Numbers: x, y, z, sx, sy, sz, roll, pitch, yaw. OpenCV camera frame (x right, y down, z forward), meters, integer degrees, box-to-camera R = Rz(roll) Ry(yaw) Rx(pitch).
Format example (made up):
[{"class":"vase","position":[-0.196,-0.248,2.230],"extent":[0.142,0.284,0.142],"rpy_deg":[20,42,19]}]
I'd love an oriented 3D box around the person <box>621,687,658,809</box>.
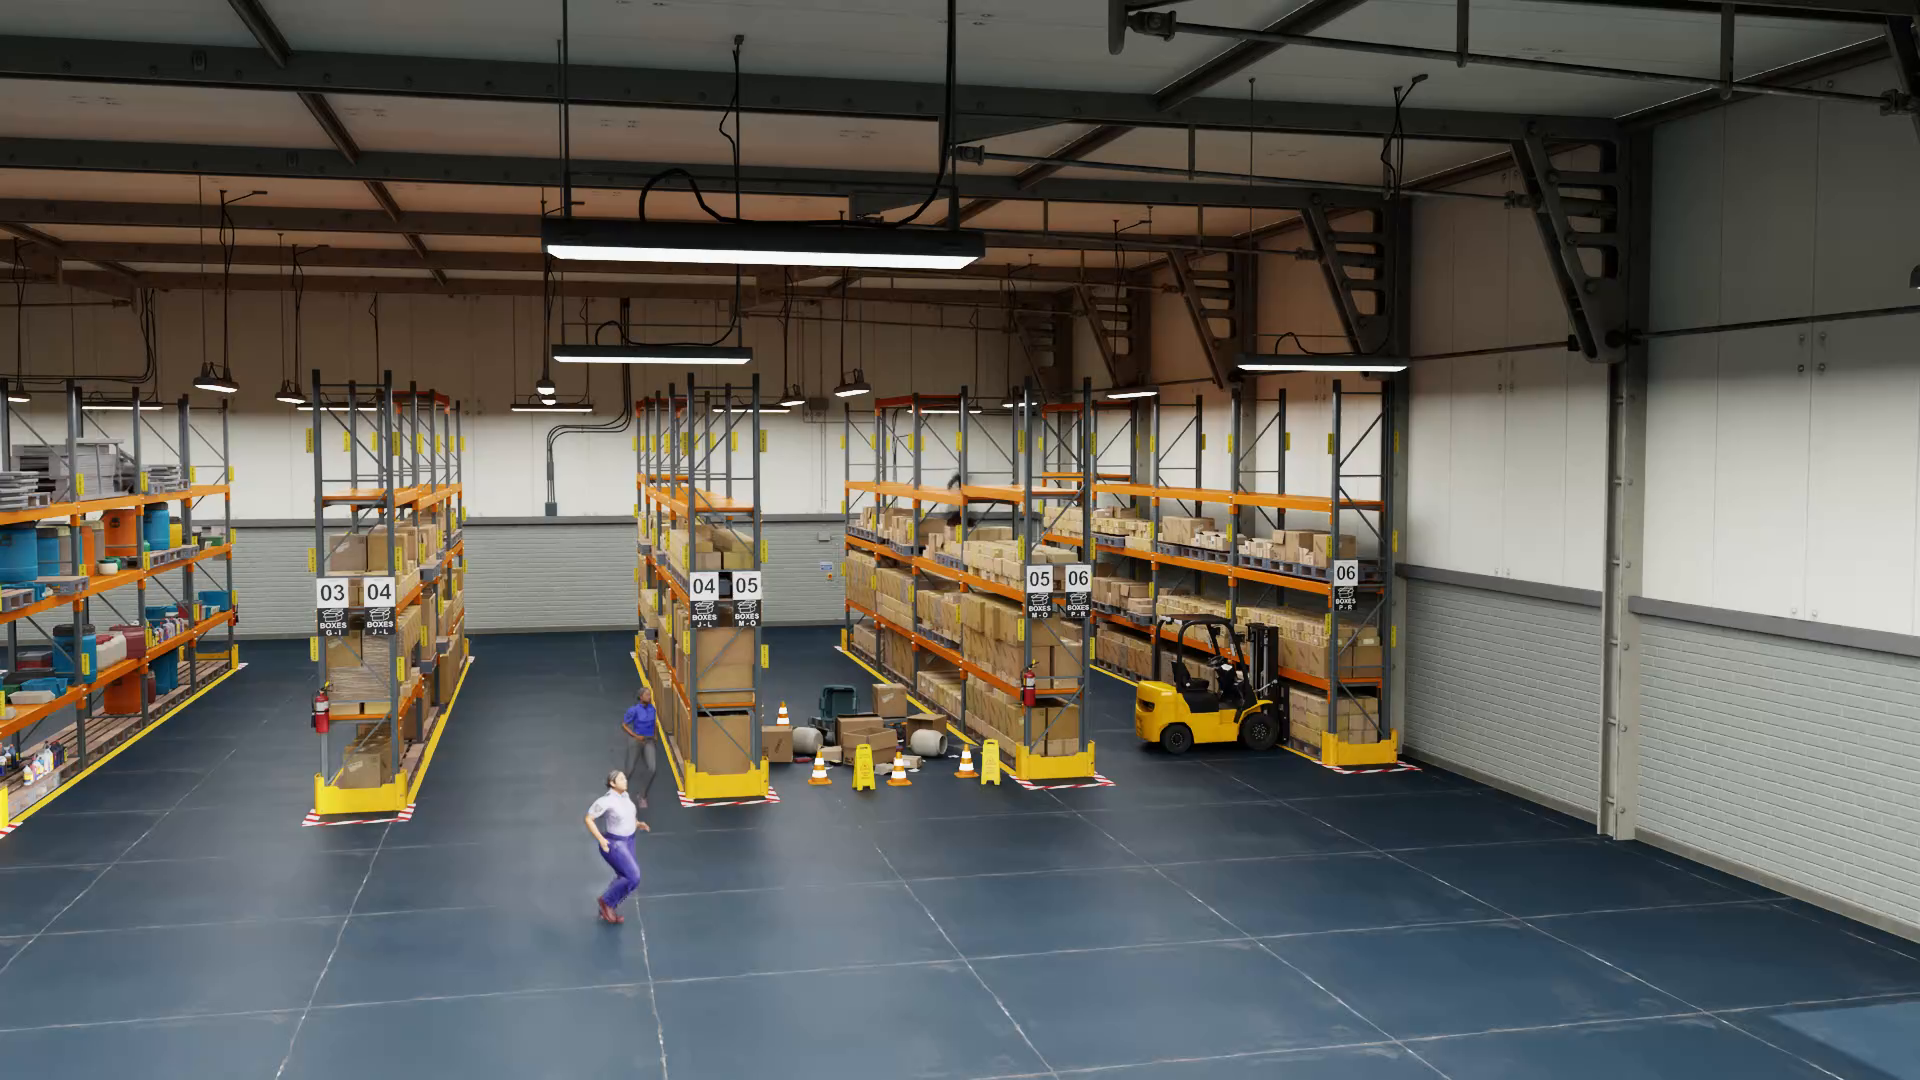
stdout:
[{"class":"person","position":[-4.426,2.870,23.060],"extent":[0.662,1.671,0.676],"rpy_deg":[-3,4,-40]}]

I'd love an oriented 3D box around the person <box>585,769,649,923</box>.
[{"class":"person","position":[-3.521,3.190,17.303],"extent":[0.598,1.610,0.592],"rpy_deg":[1,3,15]}]
